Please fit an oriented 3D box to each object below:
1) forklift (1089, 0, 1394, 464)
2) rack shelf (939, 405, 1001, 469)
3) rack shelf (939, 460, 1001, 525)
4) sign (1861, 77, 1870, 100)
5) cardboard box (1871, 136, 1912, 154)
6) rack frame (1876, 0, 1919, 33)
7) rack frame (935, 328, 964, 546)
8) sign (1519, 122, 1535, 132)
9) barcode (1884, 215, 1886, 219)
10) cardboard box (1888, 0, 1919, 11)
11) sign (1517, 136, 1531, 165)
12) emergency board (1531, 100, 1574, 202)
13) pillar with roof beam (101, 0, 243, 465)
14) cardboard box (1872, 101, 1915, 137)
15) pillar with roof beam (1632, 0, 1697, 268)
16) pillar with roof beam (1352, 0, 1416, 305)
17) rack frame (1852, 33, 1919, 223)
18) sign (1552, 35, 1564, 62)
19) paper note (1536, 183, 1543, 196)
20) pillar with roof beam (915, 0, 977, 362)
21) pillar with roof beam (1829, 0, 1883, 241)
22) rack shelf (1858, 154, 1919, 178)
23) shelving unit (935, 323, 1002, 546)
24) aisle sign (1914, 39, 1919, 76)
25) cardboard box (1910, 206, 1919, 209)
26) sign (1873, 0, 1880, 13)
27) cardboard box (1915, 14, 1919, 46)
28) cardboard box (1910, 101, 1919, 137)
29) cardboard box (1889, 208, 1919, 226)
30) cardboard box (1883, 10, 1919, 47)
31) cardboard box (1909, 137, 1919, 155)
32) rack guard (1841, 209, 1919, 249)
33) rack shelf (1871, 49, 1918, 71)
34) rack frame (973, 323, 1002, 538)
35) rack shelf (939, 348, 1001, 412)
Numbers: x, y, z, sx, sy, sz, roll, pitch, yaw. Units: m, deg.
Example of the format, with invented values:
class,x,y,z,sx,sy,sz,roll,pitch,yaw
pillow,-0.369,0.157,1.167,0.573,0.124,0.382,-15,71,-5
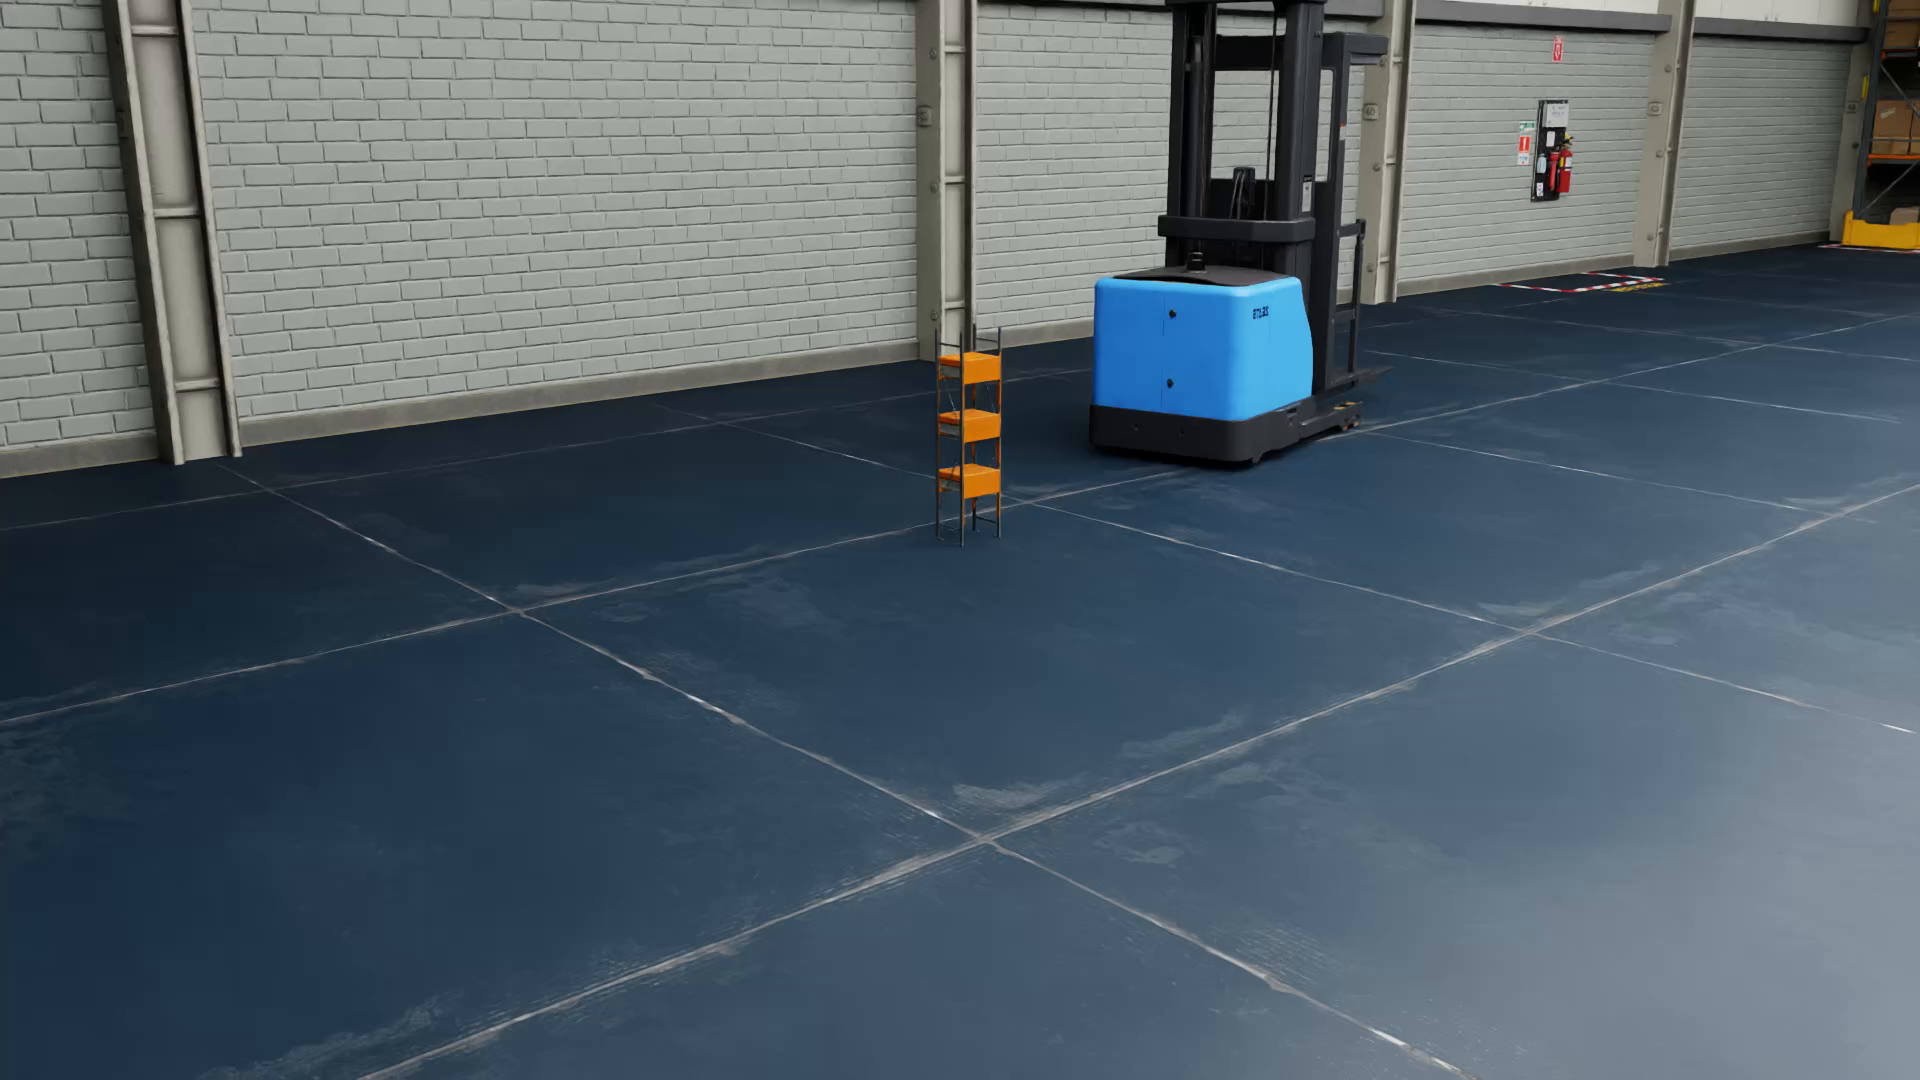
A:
class,x,y,z,sx,sy,sz,roll,pitch,yaw
forklift,2.036,-2.192,10.776,1.130,2.935,3.031,10,18,33
rack shelf,0.040,-0.506,8.151,0.240,0.259,0.215,-13,19,-39
rack shelf,0.040,-0.238,8.223,0.240,0.259,0.215,-13,19,-39
sign,13.159,-6.561,24.143,0.005,0.325,0.100,-13,19,-39
cardboard box,13.734,-5.791,24.370,0.500,0.250,0.500,-12,19,-39
rack frame,13.508,-8.635,23.141,0.127,3.000,1.000,-13,19,-39
rack frame,-0.052,-0.496,8.071,0.008,1.050,0.200,-13,19,-39
sign,6.578,-4.795,19.293,0.331,0.109,0.001,-13,19,-39
barcode,13.840,-4.836,24.881,0.075,0.075,0.001,-13,19,-39
cardboard box,13.662,-7.851,23.848,0.500,0.500,0.500,-12,19,-37
sign,6.568,-4.540,19.365,0.234,0.329,0.001,-13,19,-39
emergency board,7.053,-4.596,19.645,0.643,1.169,0.194,-13,19,-39
pillar with roof beam,-1.811,-4.019,5.857,0.400,9.000,9.100,-13,19,-39
cardboard box,13.724,-6.158,24.289,0.500,0.500,0.500,-13,20,-40
pillar with roof beam,11.768,-7.068,17.273,0.400,9.000,9.100,-13,19,-39
pillar with roof beam,7.242,-6.052,13.468,0.400,9.000,9.100,-13,19,-39
rack frame,13.508,-5.737,23.916,0.127,3.000,1.000,-13,19,-39
sign,6.982,-5.734,19.414,0.199,0.298,0.001,-13,19,-39
paper note,6.874,-4.154,19.697,0.142,0.148,0.016,-13,19,-39
pillar with roof beam,2.716,-5.035,9.663,0.400,9.000,9.100,-13,19,-39
pillar with roof beam,16.295,-8.084,21.078,0.400,9.000,9.100,-13,19,-39
rack shelf,15.017,-5.728,25.277,4.000,0.370,1.077,-13,19,-39
shelving unit,0.040,-0.516,8.148,0.252,1.050,0.215,-13,19,-39
aisle sign,13.651,-6.922,23.316,0.004,0.787,0.394,-13,19,-39
cardboard box,14.519,-4.847,24.941,0.500,0.311,0.500,-11,18,-35
sign,13.159,-7.725,23.831,0.005,0.325,0.100,-13,19,-39
cardboard box,13.925,-7.252,23.543,0.500,0.500,0.500,-12,19,-38
cardboard box,14.066,-6.059,23.919,0.500,0.500,0.500,-13,19,-39
cardboard box,14.089,-4.750,24.579,0.500,0.311,0.500,13,20,41
cardboard box,13.657,-7.364,23.962,0.500,0.500,0.500,-11,18,-35
cardboard box,14.085,-5.695,24.010,0.500,0.250,0.500,-13,20,-41
rack guard,13.566,-4.542,24.286,0.348,0.500,1.175,-13,19,-39
rack shelf,15.017,-7.178,24.890,4.000,0.370,1.077,-13,19,-39
rack frame,0.132,-0.537,8.226,0.008,1.050,0.200,-13,19,-39
rack shelf,0.040,-0.780,8.078,0.240,0.259,0.215,-13,19,-39
